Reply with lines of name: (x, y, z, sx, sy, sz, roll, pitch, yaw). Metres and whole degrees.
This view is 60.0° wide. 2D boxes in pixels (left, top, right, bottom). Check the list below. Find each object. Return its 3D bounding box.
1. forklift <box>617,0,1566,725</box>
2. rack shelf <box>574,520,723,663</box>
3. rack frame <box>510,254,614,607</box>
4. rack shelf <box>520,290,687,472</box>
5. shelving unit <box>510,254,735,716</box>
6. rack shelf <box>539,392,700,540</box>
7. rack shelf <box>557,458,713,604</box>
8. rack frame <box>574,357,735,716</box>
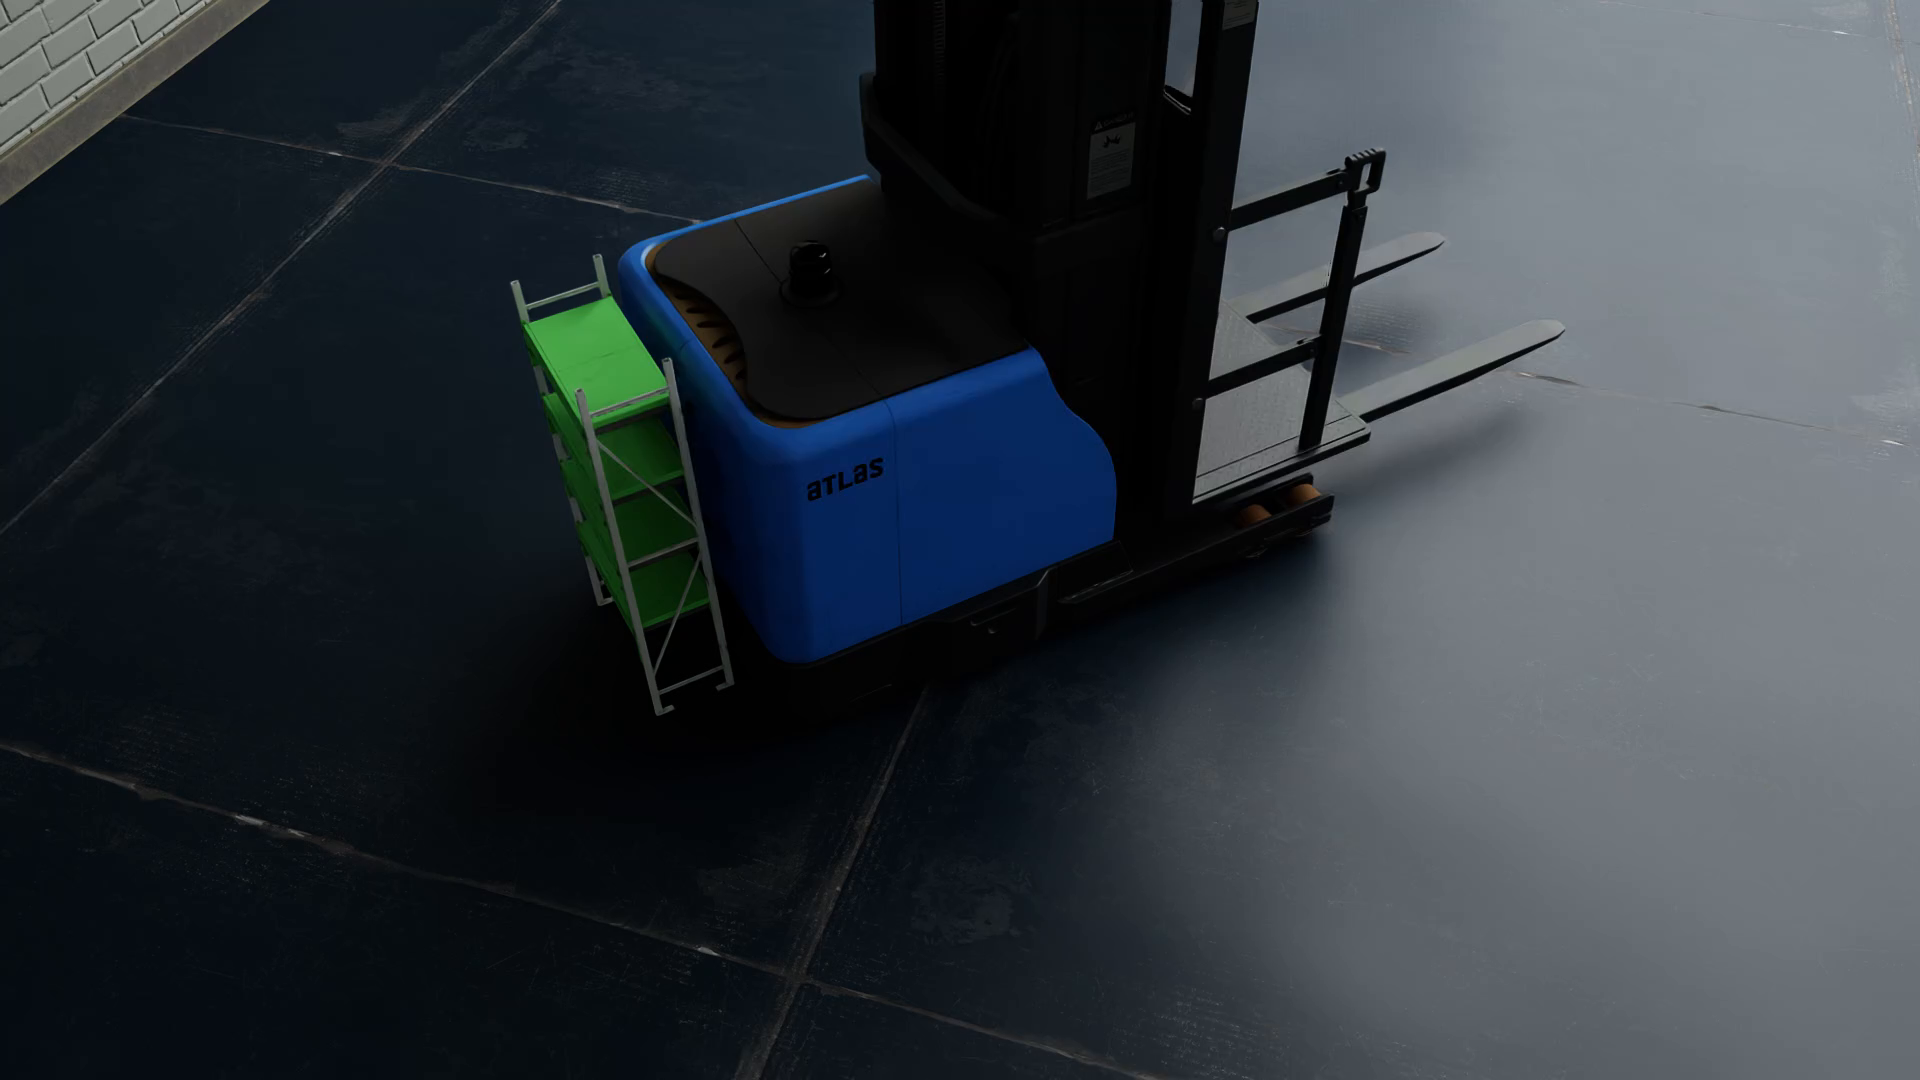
forklift: (0.586, -1.293, 4.476, 3.031, 2.935, 1.130, -22, 48, -21)
rack shelf: (-0.885, 0.097, 4.721, 0.258, 0.148, 0.480, -22, 48, -19)
rack frame: (-1.010, -0.267, 4.659, 0.240, 1.200, 0.015, -22, 48, -19)
rack shelf: (-0.906, -0.410, 4.210, 0.258, 0.148, 0.480, -22, 48, -19)
shelving unit: (-0.894, -0.117, 4.505, 0.258, 1.200, 0.503, -22, 48, -19)
rack shelf: (-0.899, -0.241, 4.380, 0.258, 0.148, 0.480, -22, 48, -19)
rack shelf: (-0.892, -0.072, 4.551, 0.258, 0.148, 0.480, -22, 48, -19)
rack frame: (-0.778, 0.033, 4.352, 0.240, 1.200, 0.015, -22, 48, -19)
